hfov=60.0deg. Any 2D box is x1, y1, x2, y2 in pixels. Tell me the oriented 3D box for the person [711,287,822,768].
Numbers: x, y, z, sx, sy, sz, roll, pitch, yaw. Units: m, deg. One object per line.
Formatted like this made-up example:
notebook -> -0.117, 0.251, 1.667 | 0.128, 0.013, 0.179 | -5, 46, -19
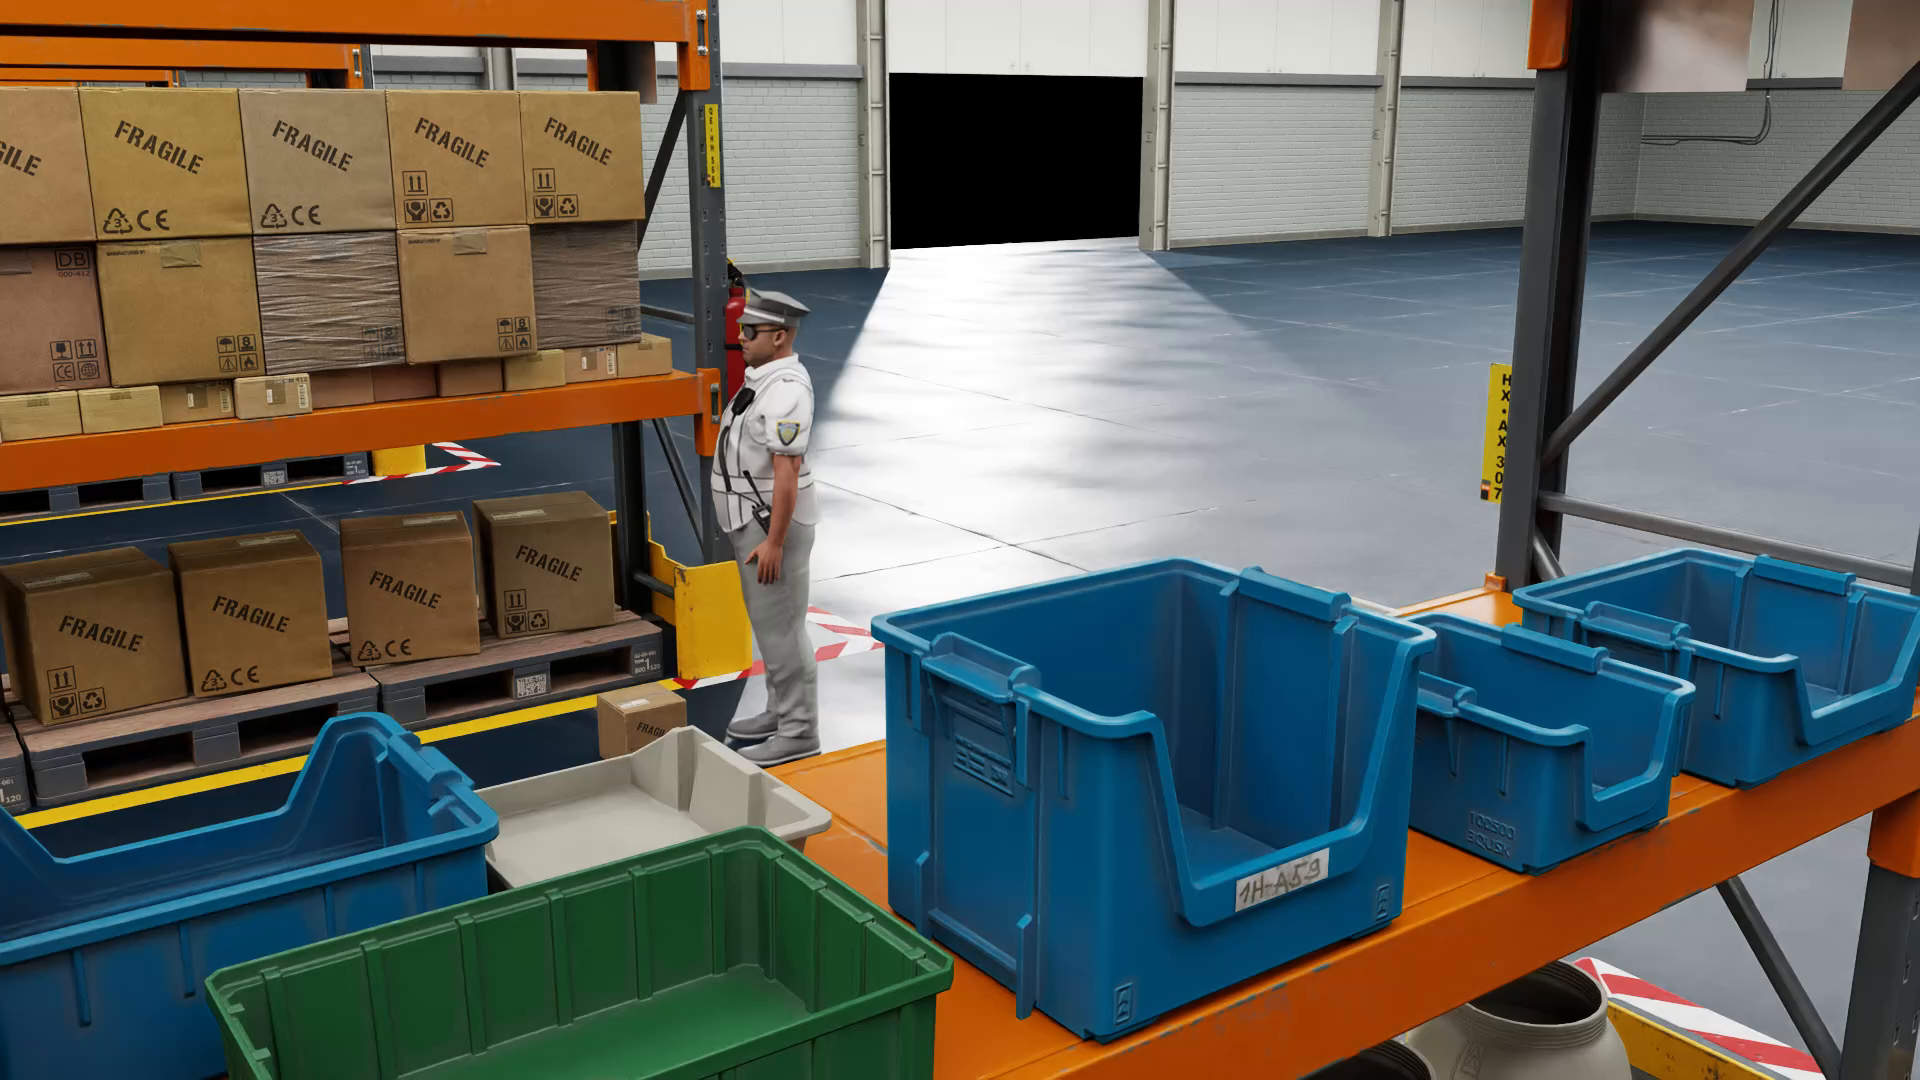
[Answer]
person -> -0.717, -0.053, 6.171 | 0.394, 1.768, 0.525 | -3, 15, -13
